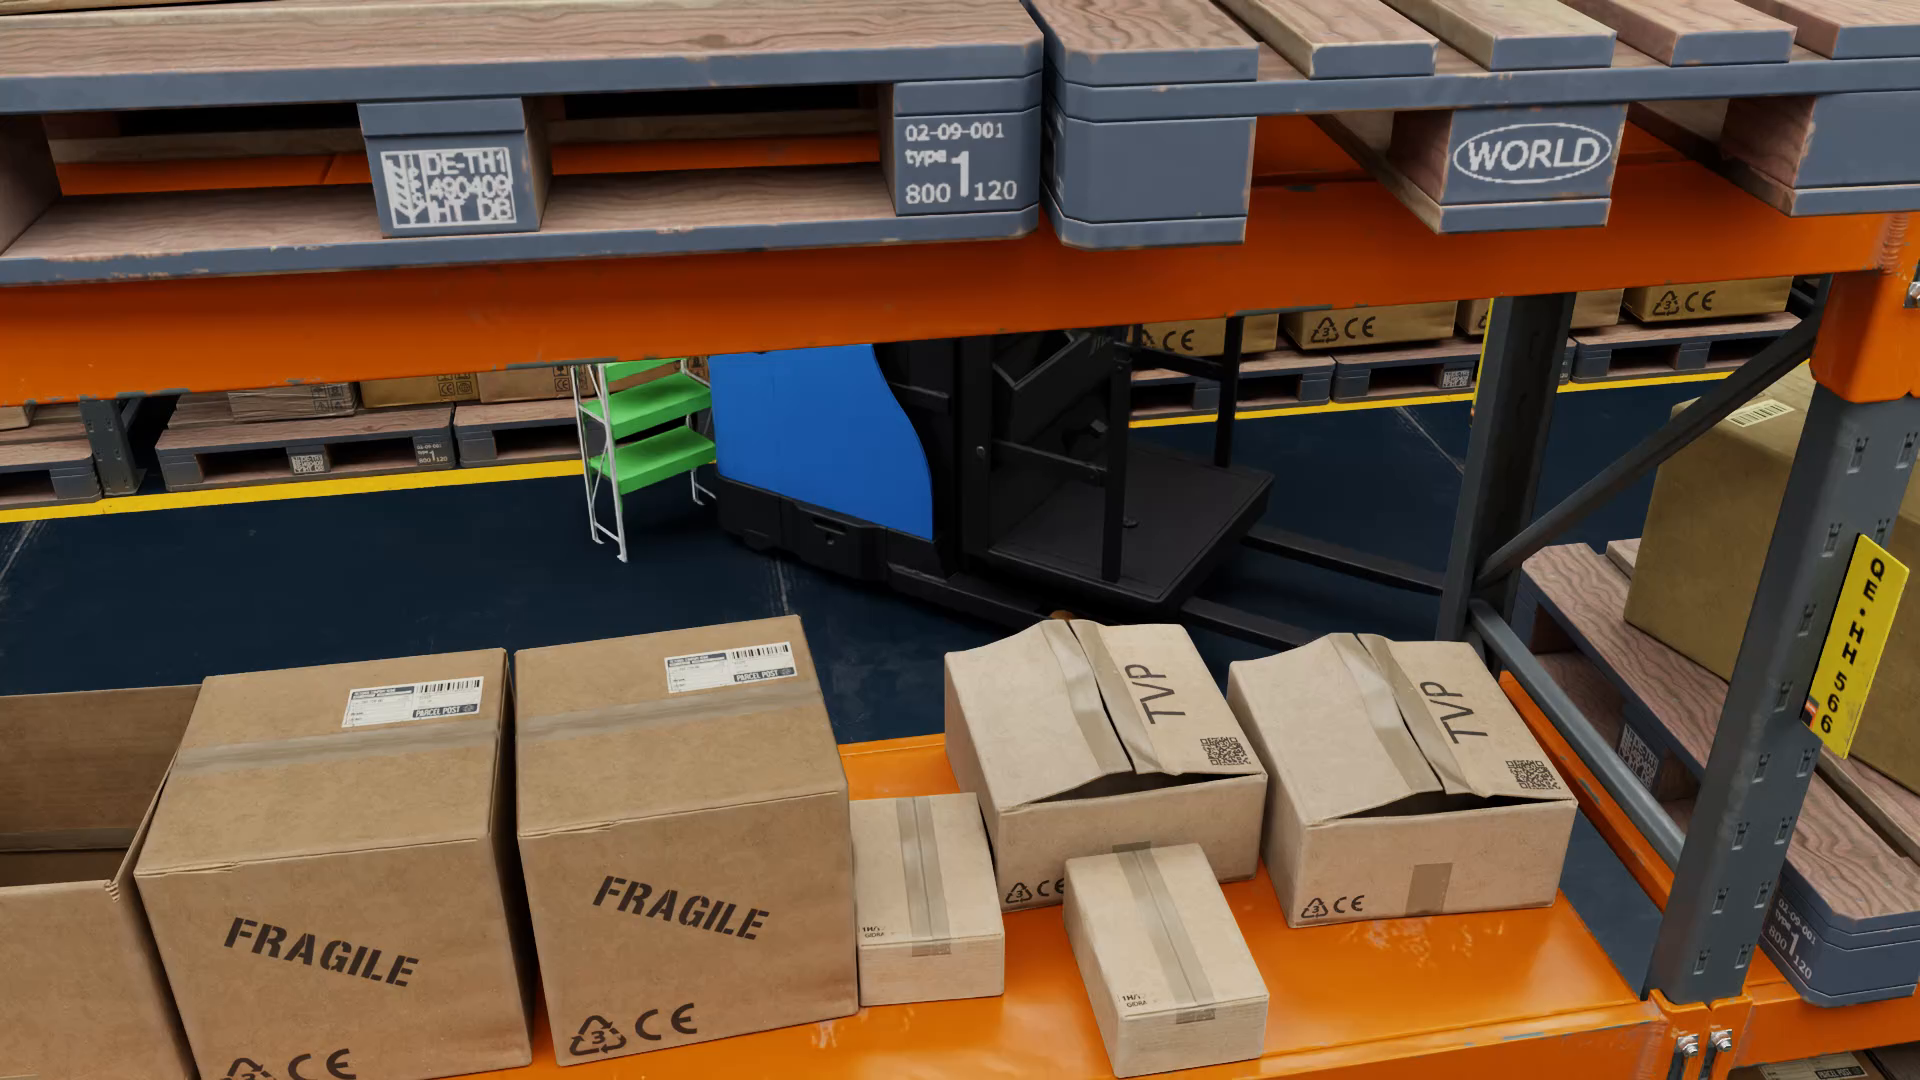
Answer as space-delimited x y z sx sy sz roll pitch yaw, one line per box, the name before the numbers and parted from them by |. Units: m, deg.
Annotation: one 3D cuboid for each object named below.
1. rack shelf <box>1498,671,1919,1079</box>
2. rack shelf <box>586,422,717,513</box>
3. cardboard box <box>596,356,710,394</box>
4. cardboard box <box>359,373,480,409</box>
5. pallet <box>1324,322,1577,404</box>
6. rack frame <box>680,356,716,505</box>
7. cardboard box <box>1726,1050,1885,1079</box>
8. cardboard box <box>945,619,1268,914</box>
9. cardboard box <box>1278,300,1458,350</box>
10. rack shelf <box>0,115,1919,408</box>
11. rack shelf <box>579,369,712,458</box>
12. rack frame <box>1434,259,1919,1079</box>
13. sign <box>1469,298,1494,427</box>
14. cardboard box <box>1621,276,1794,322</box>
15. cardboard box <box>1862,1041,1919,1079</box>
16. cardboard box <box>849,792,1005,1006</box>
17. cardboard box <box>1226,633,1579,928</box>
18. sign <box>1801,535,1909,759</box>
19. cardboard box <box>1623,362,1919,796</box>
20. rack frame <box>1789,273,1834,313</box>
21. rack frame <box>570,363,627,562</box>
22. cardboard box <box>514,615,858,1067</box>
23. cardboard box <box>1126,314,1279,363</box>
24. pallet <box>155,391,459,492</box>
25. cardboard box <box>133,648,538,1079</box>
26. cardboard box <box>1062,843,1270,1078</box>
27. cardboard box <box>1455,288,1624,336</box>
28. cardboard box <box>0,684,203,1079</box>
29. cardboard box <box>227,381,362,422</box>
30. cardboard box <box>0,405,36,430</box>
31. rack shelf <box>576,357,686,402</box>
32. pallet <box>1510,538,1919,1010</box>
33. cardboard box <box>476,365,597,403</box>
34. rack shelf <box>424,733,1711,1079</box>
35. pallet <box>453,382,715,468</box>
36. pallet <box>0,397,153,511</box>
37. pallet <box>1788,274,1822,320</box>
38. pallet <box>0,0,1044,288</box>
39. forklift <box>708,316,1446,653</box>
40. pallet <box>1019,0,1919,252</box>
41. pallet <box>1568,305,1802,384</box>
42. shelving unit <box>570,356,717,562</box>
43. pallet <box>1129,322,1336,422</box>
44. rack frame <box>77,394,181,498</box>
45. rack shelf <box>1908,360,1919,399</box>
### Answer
rack shelf | 3.143 0.507 3.639 4.000 0.370 1.077 -5 31 -9
rack shelf | -1.225 -0.296 6.669 0.480 0.148 0.258 -24 38 -35
cardboard box | -1.430 -1.062 7.629 0.500 0.500 0.700 -5 31 -9
cardboard box | -2.434 -0.985 7.498 0.500 0.500 0.700 -6 31 -10
pallet | 2.267 -1.032 8.298 1.213 0.211 1.003 -5 31 -9
rack frame | -1.043 -0.640 6.655 0.015 1.200 0.240 -24 38 -35
cardboard box | 1.675 1.368 3.497 0.500 0.500 0.500 -4 31 -7
cardboard box | 0.261 0.403 3.194 0.500 0.311 0.500 -6 31 -10
cardboard box | 1.890 -1.423 7.918 0.750 0.750 0.750 -5 31 -9
rack shelf | -0.791 -0.421 2.258 4.000 0.370 1.077 -5 31 -9
rack shelf | -1.225 -0.503 6.547 0.480 0.148 0.258 -24 38 -35
rack frame | 1.175 0.377 3.149 0.053 2.616 0.949 -5 31 -9
sign | 1.069 -0.356 3.331 0.005 0.325 0.100 -5 31 -9
cardboard box | 3.599 -1.586 8.194 0.750 0.750 0.750 -5 31 -8
cardboard box | 2.189 1.317 3.583 0.500 0.500 0.500 -6 31 -11
cardboard box | -0.068 0.632 2.964 0.250 0.149 0.380 -3 31 -5
cardboard box | 0.810 0.429 3.149 0.500 0.311 0.500 -3 31 -6
sign | 1.279 0.156 2.382 0.005 0.325 0.100 -5 31 -9
cardboard box | 1.775 0.041 3.208 0.500 0.500 0.700 -16 34 -25
rack frame | 4.214 -2.456 7.967 0.127 3.000 1.000 -5 31 -9
rack frame | -1.407 -0.475 6.375 0.015 1.200 0.240 -24 38 -35
cardboard box | -0.472 0.497 2.846 0.500 0.500 0.500 -7 31 -12
cardboard box | 1.027 -1.347 7.787 0.750 0.750 0.750 -6 31 -10
pallet | -2.889 -0.595 7.554 1.213 0.211 1.003 -5 31 -9
cardboard box | -0.990 0.545 2.765 0.500 0.500 0.500 -5 31 -9
cardboard box | 0.341 0.707 2.836 0.250 0.149 0.380 -5 31 -9
cardboard box | 2.725 -1.503 8.054 0.750 0.750 0.750 -4 31 -7
cardboard box | -1.482 0.591 2.687 0.500 0.500 0.500 -3 31 -5
cardboard box | -2.934 -0.913 7.375 0.500 0.500 0.700 -4 31 -7
cardboard box | -4.176 -0.630 7.223 0.250 0.166 0.380 -9 32 -15
rack shelf | -1.225 -0.710 6.426 0.480 0.148 0.258 -24 38 -35
pallet | 1.830 0.365 3.359 1.003 0.211 1.213 -5 31 -9
cardboard box | -1.925 -1.012 7.543 0.500 0.500 0.700 -5 31 -8
rack shelf | -0.791 0.872 3.018 4.000 0.370 1.077 -5 31 -9
pallet | -1.687 -0.708 7.746 1.213 0.211 1.003 -5 31 -9
pallet | -4.309 -0.444 7.297 1.213 0.211 1.003 -5 31 -9
pallet | 4.977 -1.284 8.725 1.213 0.211 1.003 -5 31 -9
pallet | -0.575 -0.623 2.076 1.213 0.211 1.003 -4 31 -7
forklift | 0.549 -1.098 5.726 3.031 2.935 1.130 17 34 26
pallet | 0.524 -0.726 2.252 1.003 0.211 1.213 -4 31 -7
pallet | 3.469 -1.146 8.490 1.213 0.211 1.003 -5 31 -9
shelving unit | -1.225 -0.558 6.515 0.503 1.200 0.258 -24 38 -35
pallet | 1.069 -0.923 8.111 1.213 0.211 1.003 -5 31 -9
rack frame | -3.655 -1.725 6.725 0.127 3.000 1.000 -5 31 -9
rack shelf | 3.143 -0.787 2.879 4.000 0.370 1.077 -5 31 -9
